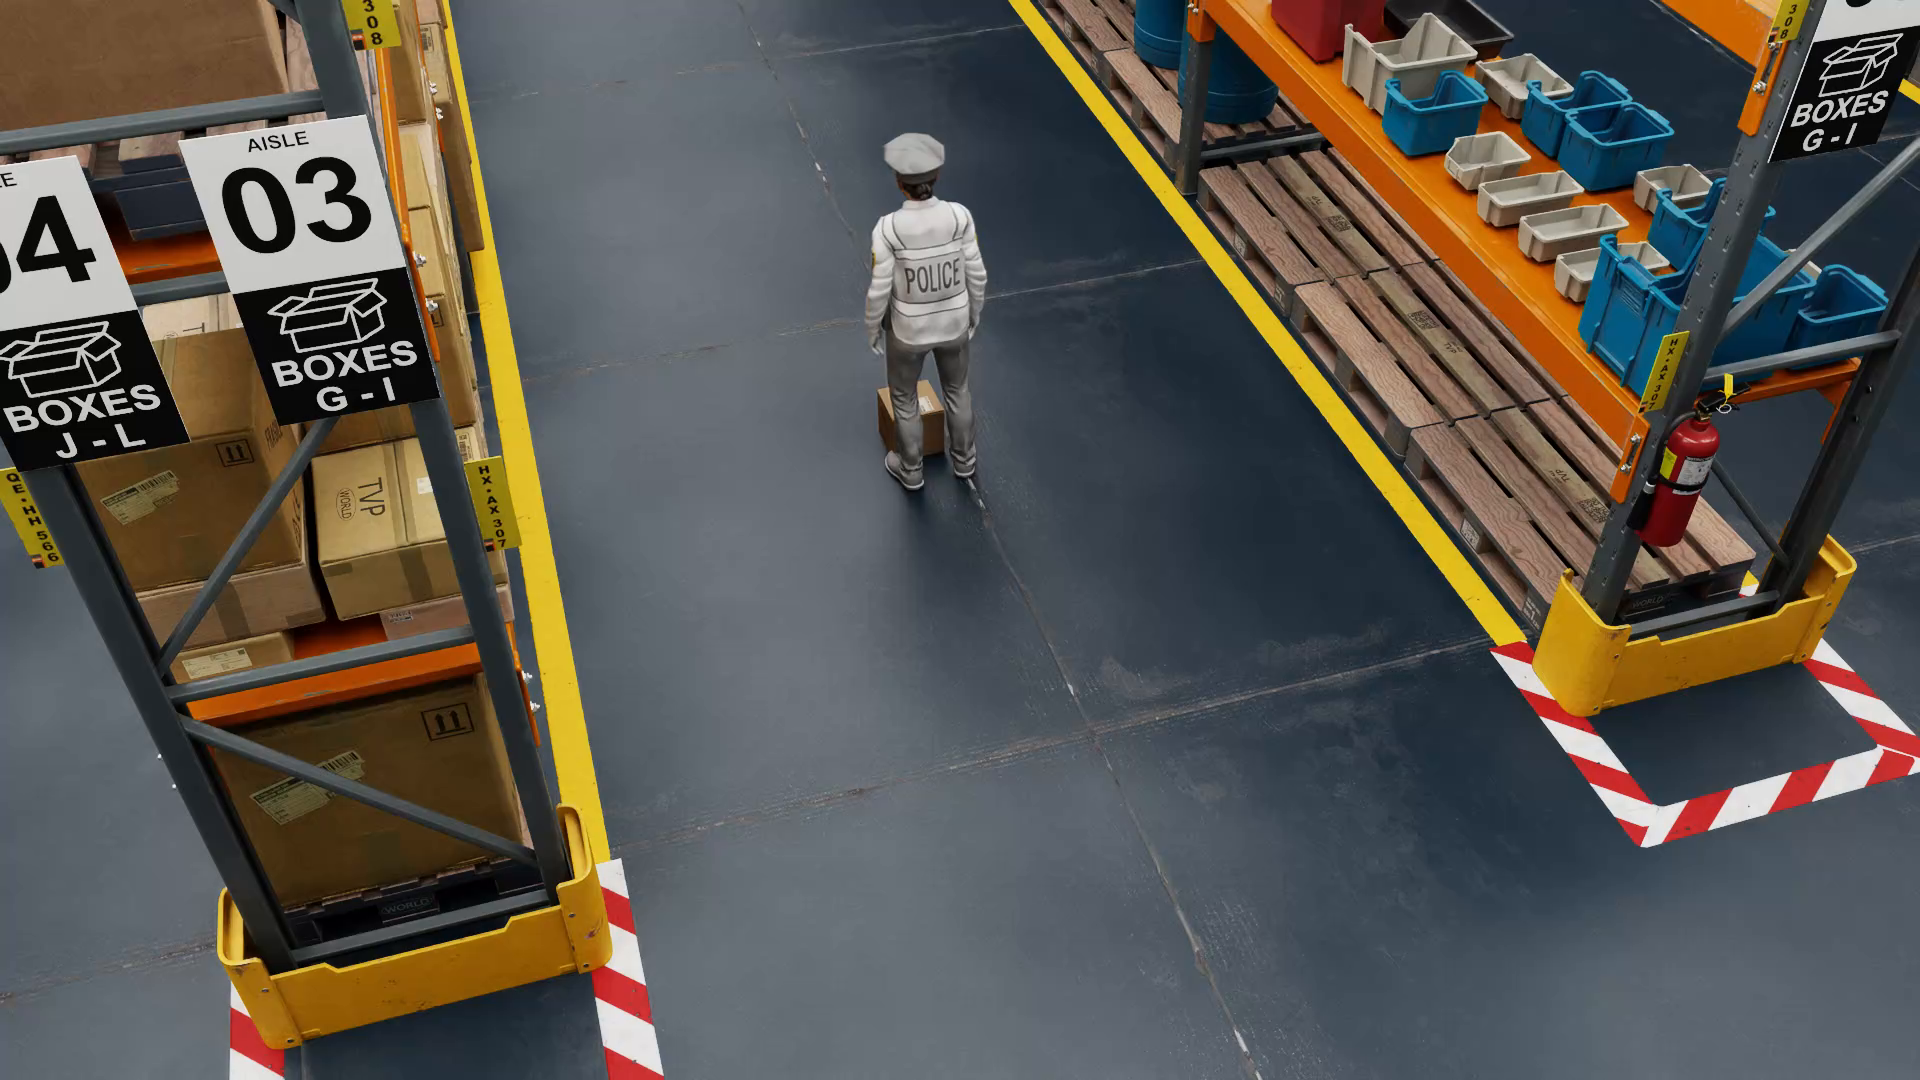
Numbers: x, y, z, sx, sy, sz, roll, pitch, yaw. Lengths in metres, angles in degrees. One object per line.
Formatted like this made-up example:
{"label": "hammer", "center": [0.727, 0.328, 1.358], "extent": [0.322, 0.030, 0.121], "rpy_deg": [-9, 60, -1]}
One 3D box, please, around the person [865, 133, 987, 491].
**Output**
{"label": "person", "center": [-0.149, -0.930, 7.173], "extent": [0.528, 1.664, 0.371], "rpy_deg": [-12, 44, -13]}
